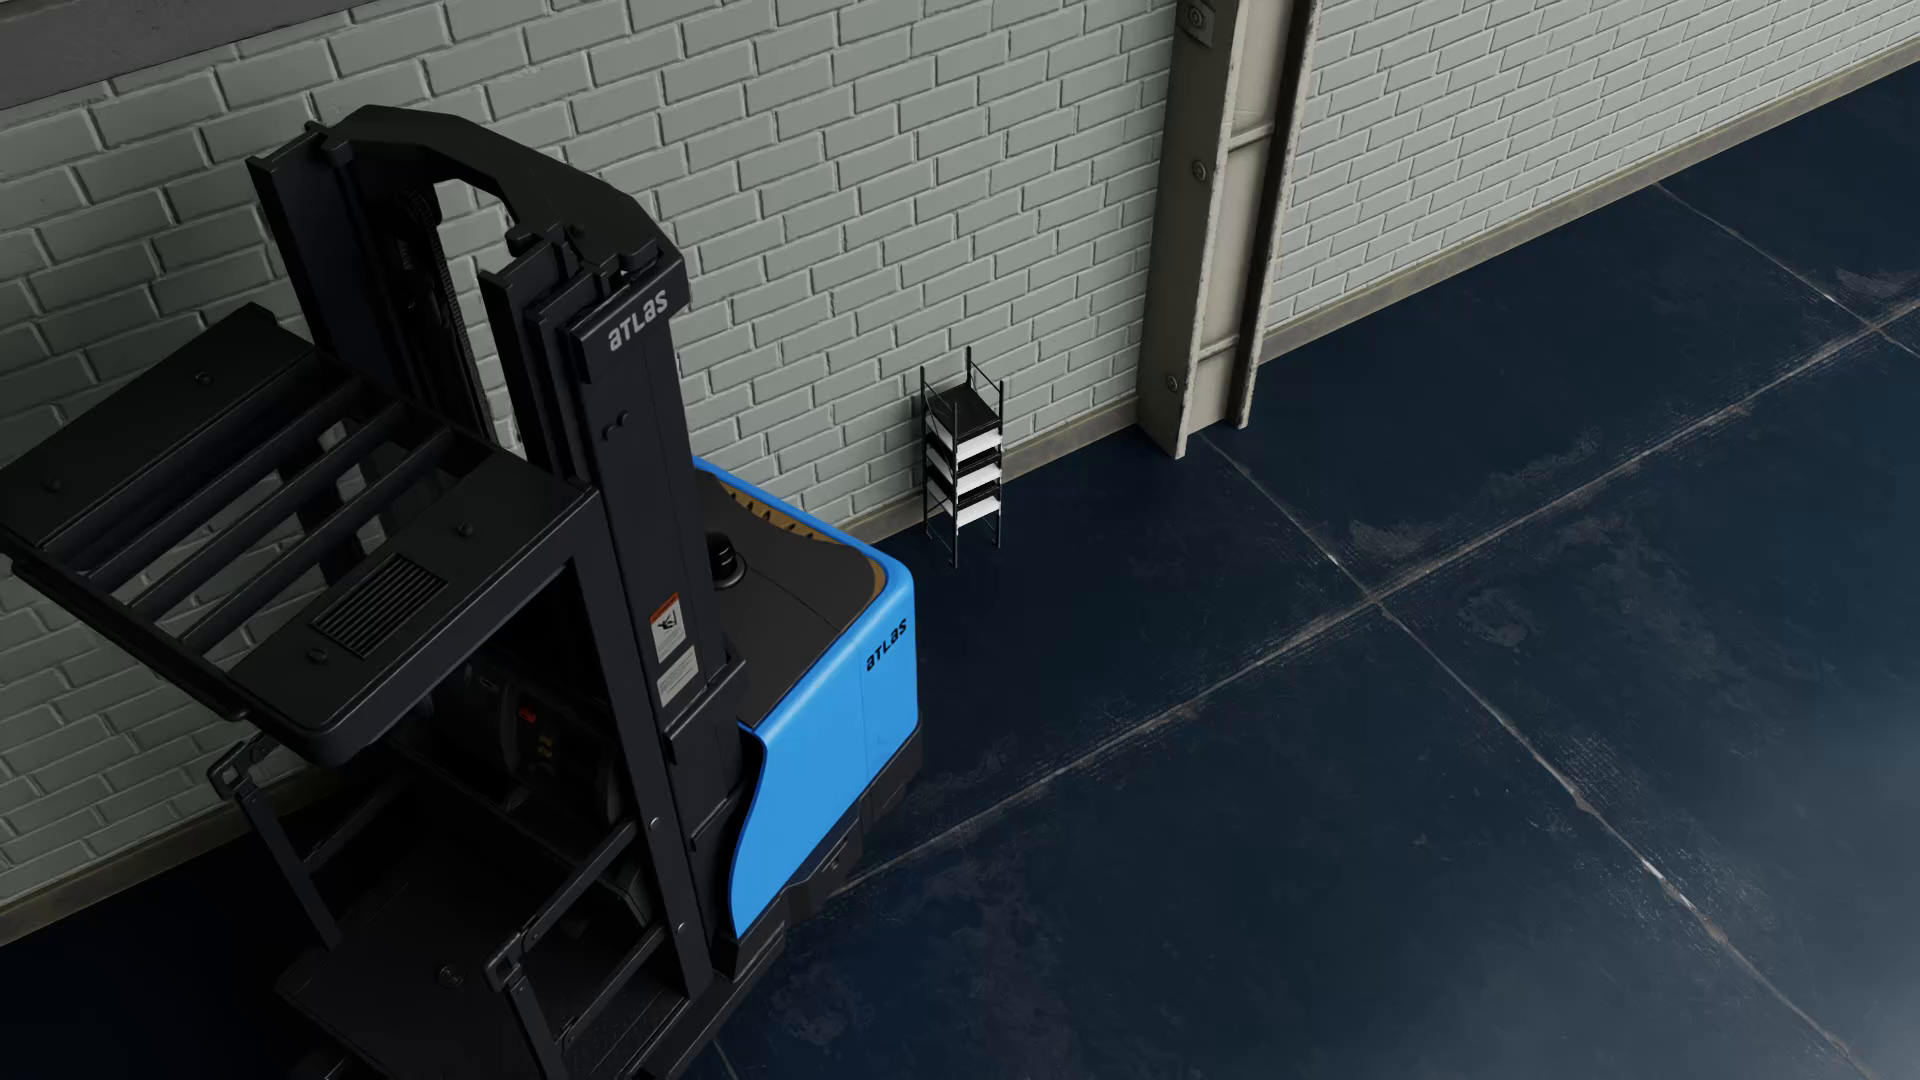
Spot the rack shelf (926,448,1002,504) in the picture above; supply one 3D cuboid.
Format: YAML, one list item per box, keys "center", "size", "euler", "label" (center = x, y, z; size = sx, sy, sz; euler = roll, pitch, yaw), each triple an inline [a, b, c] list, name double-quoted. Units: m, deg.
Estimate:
- center: [0.007, -0.280, 6.387]
  size: [0.200, 0.077, 0.258]
  euler: [-25, 53, -21]
  label: "rack shelf"

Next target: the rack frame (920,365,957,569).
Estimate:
- center: [-0.079, -0.262, 6.326]
  size: [0.006, 0.900, 0.240]
  euler: [-25, 53, -21]
  label: "rack frame"

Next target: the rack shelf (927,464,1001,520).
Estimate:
- center: [0.007, -0.220, 6.454]
  size: [0.200, 0.077, 0.258]
  euler: [-25, 53, -21]
  label: "rack shelf"

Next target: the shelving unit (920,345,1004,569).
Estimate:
- center: [0.007, -0.303, 6.362]
  size: [0.210, 0.900, 0.258]
  euler: [-25, 53, -21]
  label: "shelving unit"

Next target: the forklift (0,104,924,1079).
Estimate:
- center: [-1.369, 0.543, 4.249]
  size: [1.130, 2.935, 3.031]
  euler: [27, 54, 22]
  label: "forklift"

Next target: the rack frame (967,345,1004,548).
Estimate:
- center: [0.093, -0.343, 6.398]
  size: [0.006, 0.900, 0.240]
  euler: [-25, 53, -21]
  label: "rack frame"

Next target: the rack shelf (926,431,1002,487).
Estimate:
- center: [0.007, -0.340, 6.320]
  size: [0.200, 0.077, 0.258]
  euler: [-25, 53, -21]
  label: "rack shelf"

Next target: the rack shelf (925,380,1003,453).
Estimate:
- center: [0.007, -0.460, 6.185]
  size: [0.200, 0.077, 0.258]
  euler: [-25, 53, -21]
  label: "rack shelf"

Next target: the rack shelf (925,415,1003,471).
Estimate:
- center: [0.007, -0.400, 6.253]
  size: [0.200, 0.077, 0.258]
  euler: [-25, 53, -21]
  label: "rack shelf"

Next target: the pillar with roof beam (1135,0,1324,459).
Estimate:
- center: [3.286, -0.786, 1.370]
  size: [0.400, 9.000, 9.100]
  euler: [-25, 53, -21]
  label: "pillar with roof beam"

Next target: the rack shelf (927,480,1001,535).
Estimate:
- center: [0.007, -0.161, 6.521]
  size: [0.200, 0.077, 0.258]
  euler: [-25, 53, -21]
  label: "rack shelf"
